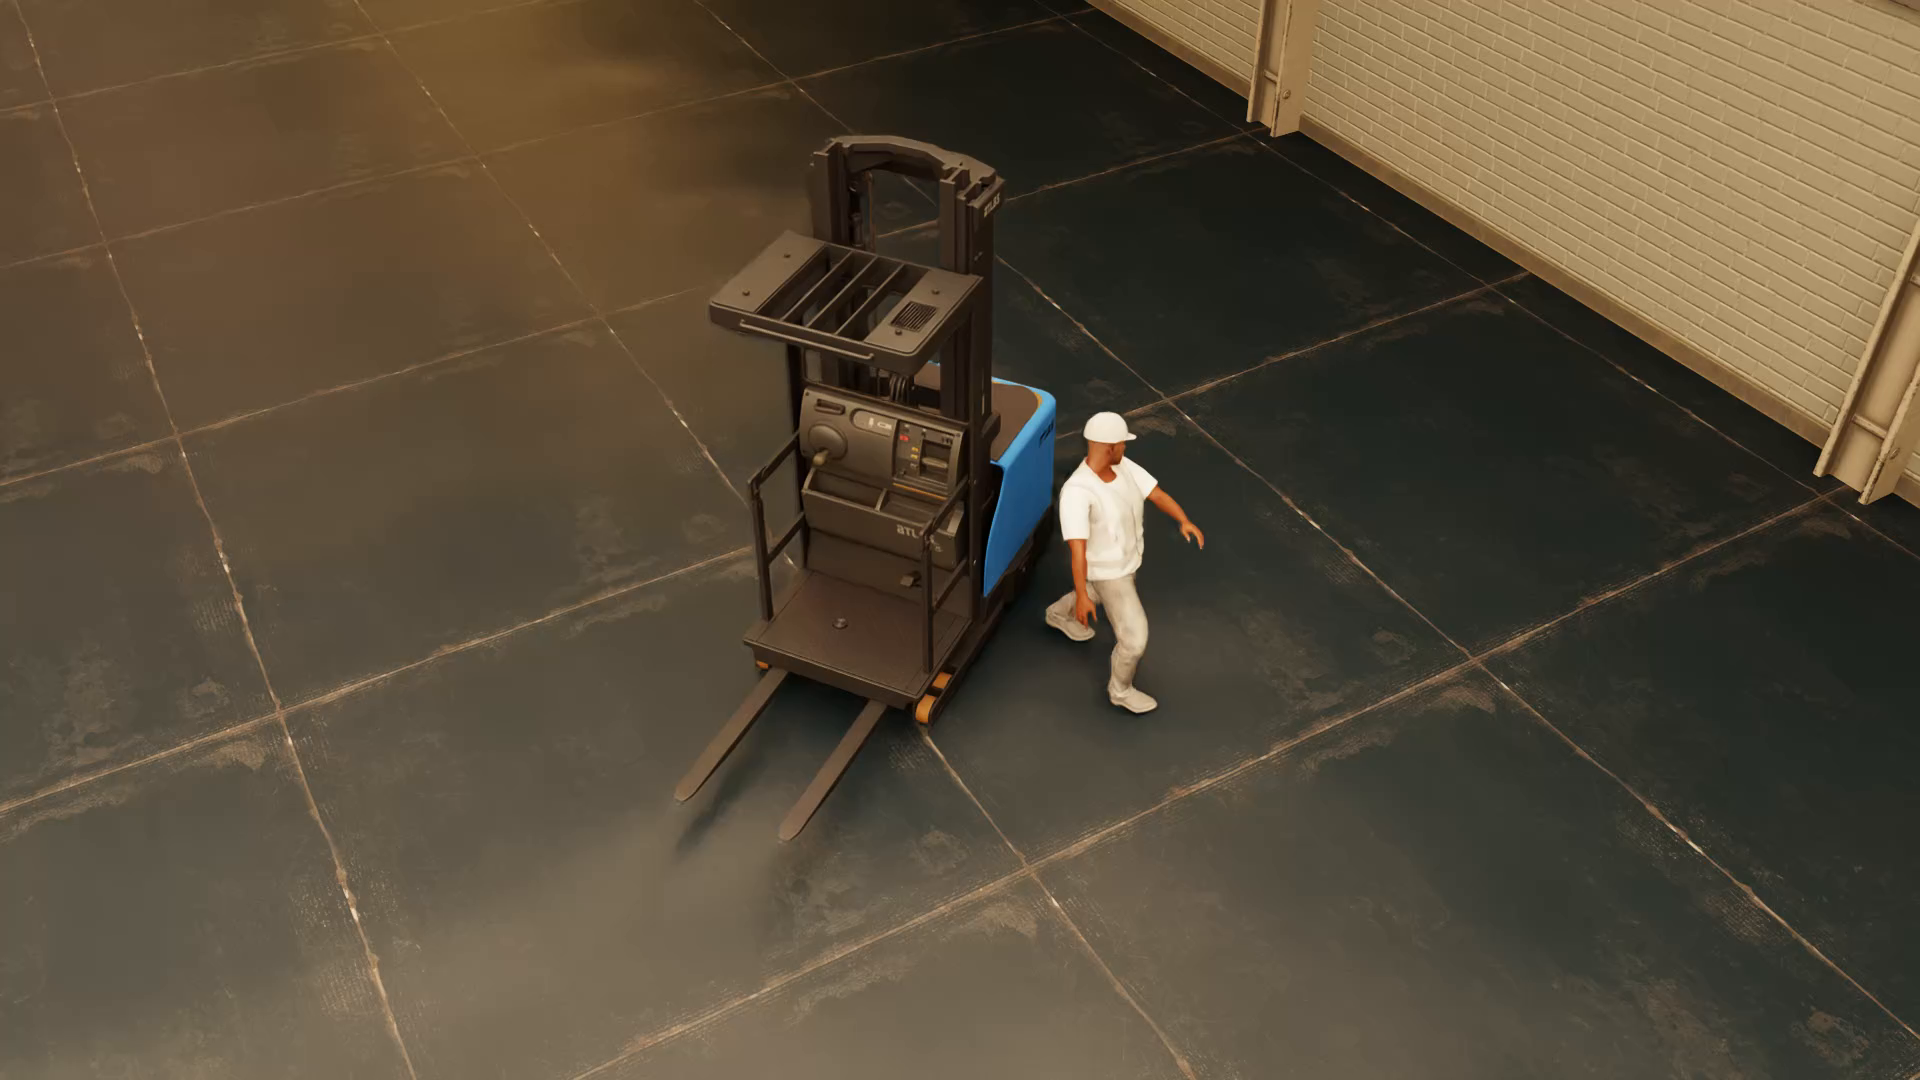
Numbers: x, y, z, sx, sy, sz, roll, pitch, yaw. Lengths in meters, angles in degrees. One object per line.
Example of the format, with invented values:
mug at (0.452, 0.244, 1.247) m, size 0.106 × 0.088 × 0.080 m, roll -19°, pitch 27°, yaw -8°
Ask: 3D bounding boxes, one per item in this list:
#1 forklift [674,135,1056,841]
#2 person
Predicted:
forklift at (-0.507, -0.437, 8.564) m, size 1.130 × 2.935 × 3.031 m, roll 17°, pitch 42°, yaw 19°
person at (0.823, 0.159, 8.863) m, size 0.899 × 1.657 × 0.820 m, roll 12°, pitch 41°, yaw 15°
